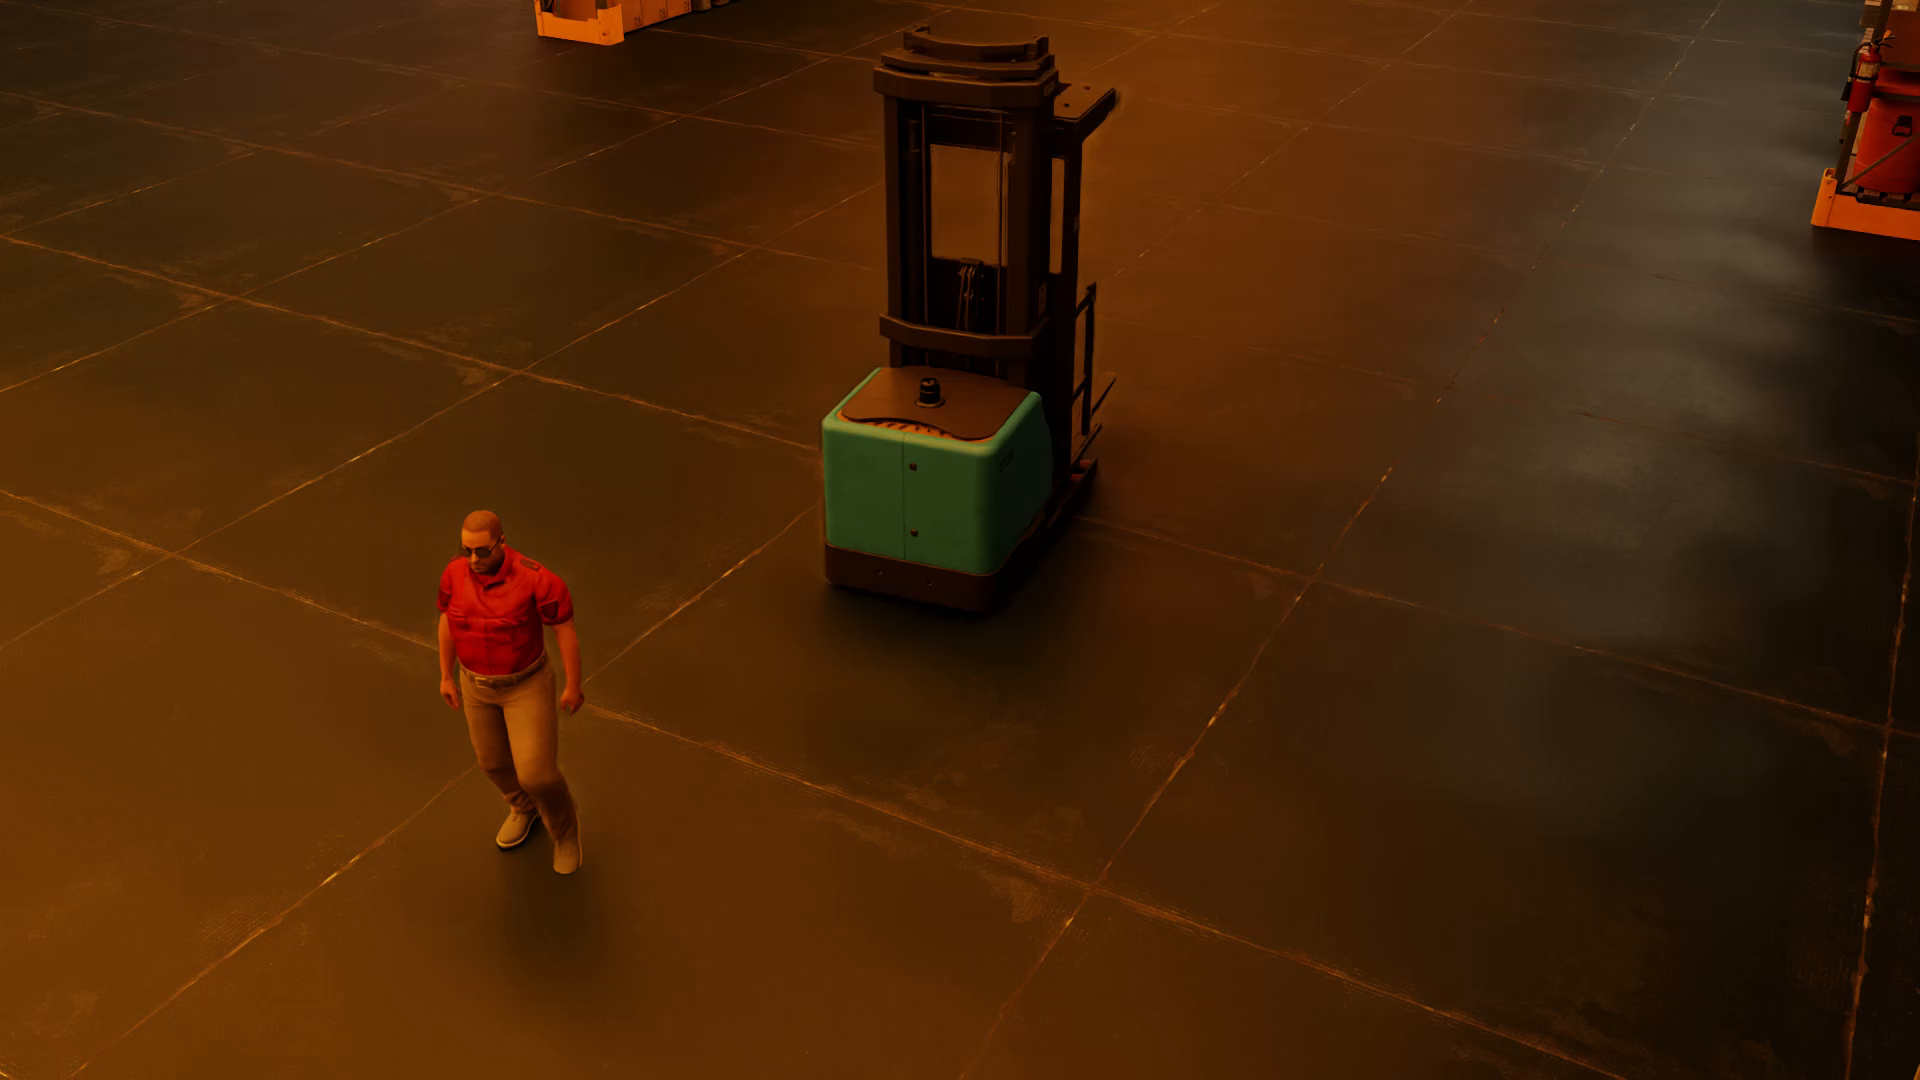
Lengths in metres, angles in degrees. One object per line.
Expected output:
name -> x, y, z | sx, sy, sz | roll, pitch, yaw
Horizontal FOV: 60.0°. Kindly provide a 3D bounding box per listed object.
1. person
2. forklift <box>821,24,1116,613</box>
person -> -1.964, 0.669, 7.196 | 0.641, 1.767, 0.494 | 6, 31, 11
forklift -> 0.231, -1.590, 9.826 | 1.130, 2.935, 3.031 | 11, 32, 18
